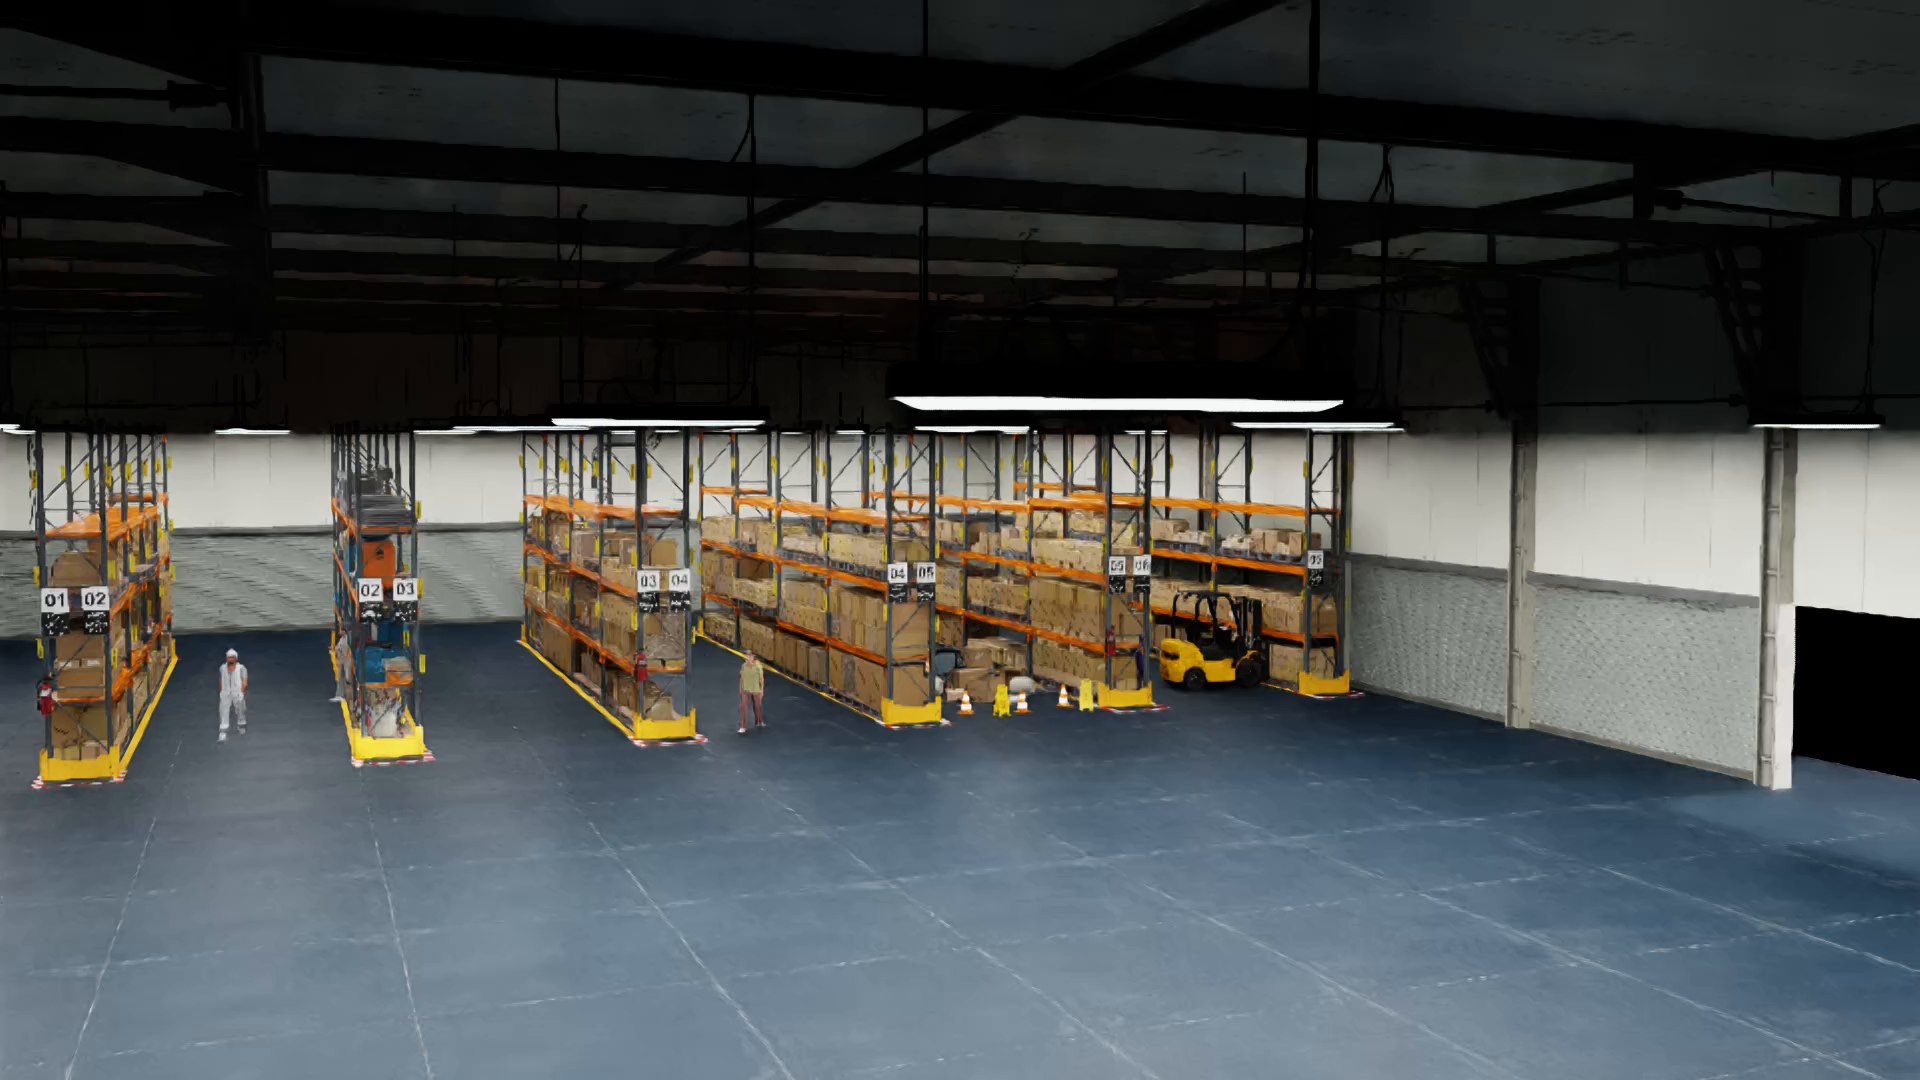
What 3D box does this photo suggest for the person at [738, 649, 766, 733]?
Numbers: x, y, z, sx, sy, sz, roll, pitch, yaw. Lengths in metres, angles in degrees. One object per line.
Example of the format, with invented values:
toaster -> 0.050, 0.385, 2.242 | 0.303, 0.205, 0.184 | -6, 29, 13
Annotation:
person -> -4.036, 2.905, 32.199 | 0.484, 1.615, 0.957 | 0, 4, 0

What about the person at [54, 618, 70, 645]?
person -> -21.716, 2.397, 40.353 | 0.497, 1.583, 1.090 | -1, 4, -19

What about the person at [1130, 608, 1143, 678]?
person -> 4.126, 2.427, 39.421 | 0.556, 1.644, 0.598 | 1, 4, 9

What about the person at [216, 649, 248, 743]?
person -> -13.619, 2.899, 31.149 | 0.531, 1.728, 1.037 | -1, 4, -13

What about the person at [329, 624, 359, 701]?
person -> -13.268, 2.645, 35.989 | 0.504, 1.658, 0.694 | 3, 5, 40
